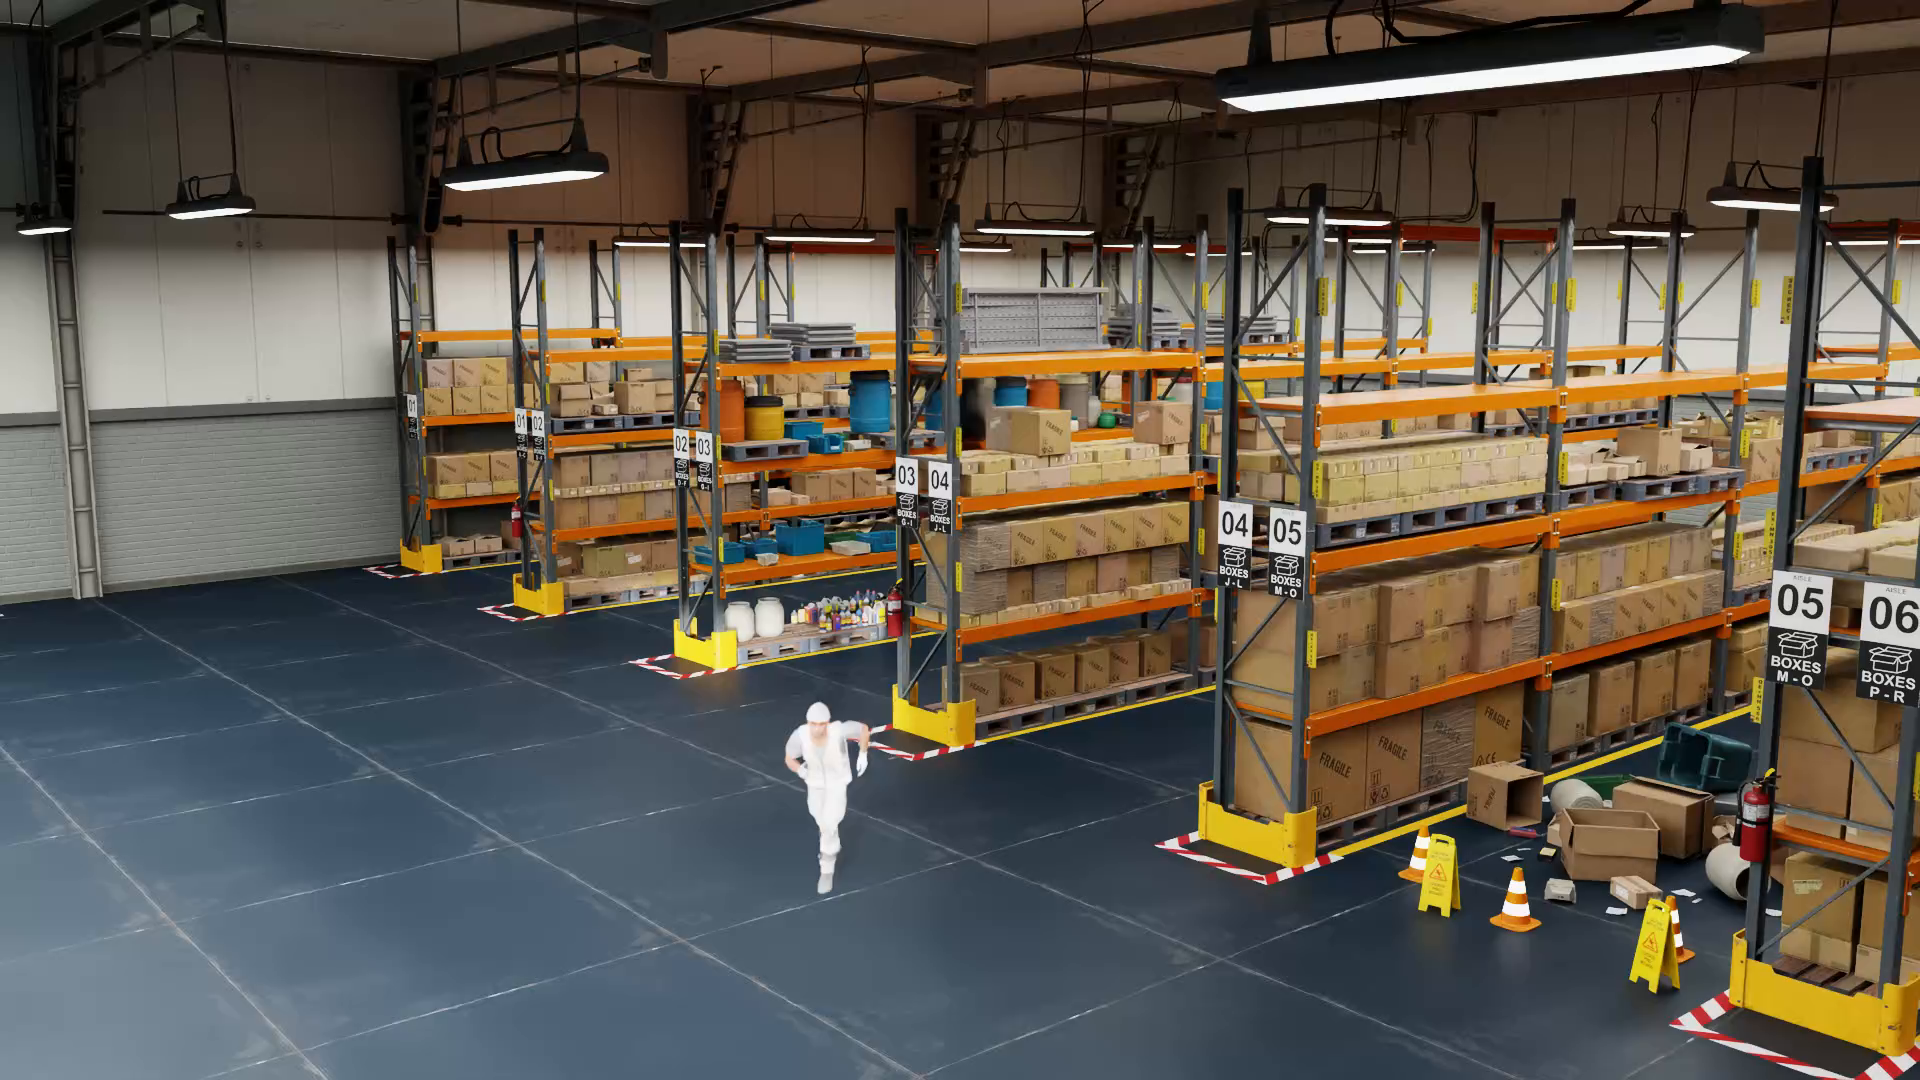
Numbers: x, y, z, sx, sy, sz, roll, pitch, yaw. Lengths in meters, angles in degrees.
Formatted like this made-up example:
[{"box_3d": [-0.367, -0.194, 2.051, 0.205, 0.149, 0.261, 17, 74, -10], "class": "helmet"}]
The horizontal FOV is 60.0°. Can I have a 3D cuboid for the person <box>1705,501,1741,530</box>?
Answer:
[{"box_3d": [12.837, 0.052, 28.012, 0.581, 1.677, 0.943, 5, 10, 30], "class": "person"}]

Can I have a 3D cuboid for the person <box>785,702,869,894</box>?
[{"box_3d": [-1.135, 2.166, 14.416, 0.705, 1.720, 1.015, 1, 9, 5], "class": "person"}]

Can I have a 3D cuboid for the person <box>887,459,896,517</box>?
[{"box_3d": [-1.280, -0.999, 34.763, 0.651, 1.689, 0.607, 8, 12, 43], "class": "person"}]
